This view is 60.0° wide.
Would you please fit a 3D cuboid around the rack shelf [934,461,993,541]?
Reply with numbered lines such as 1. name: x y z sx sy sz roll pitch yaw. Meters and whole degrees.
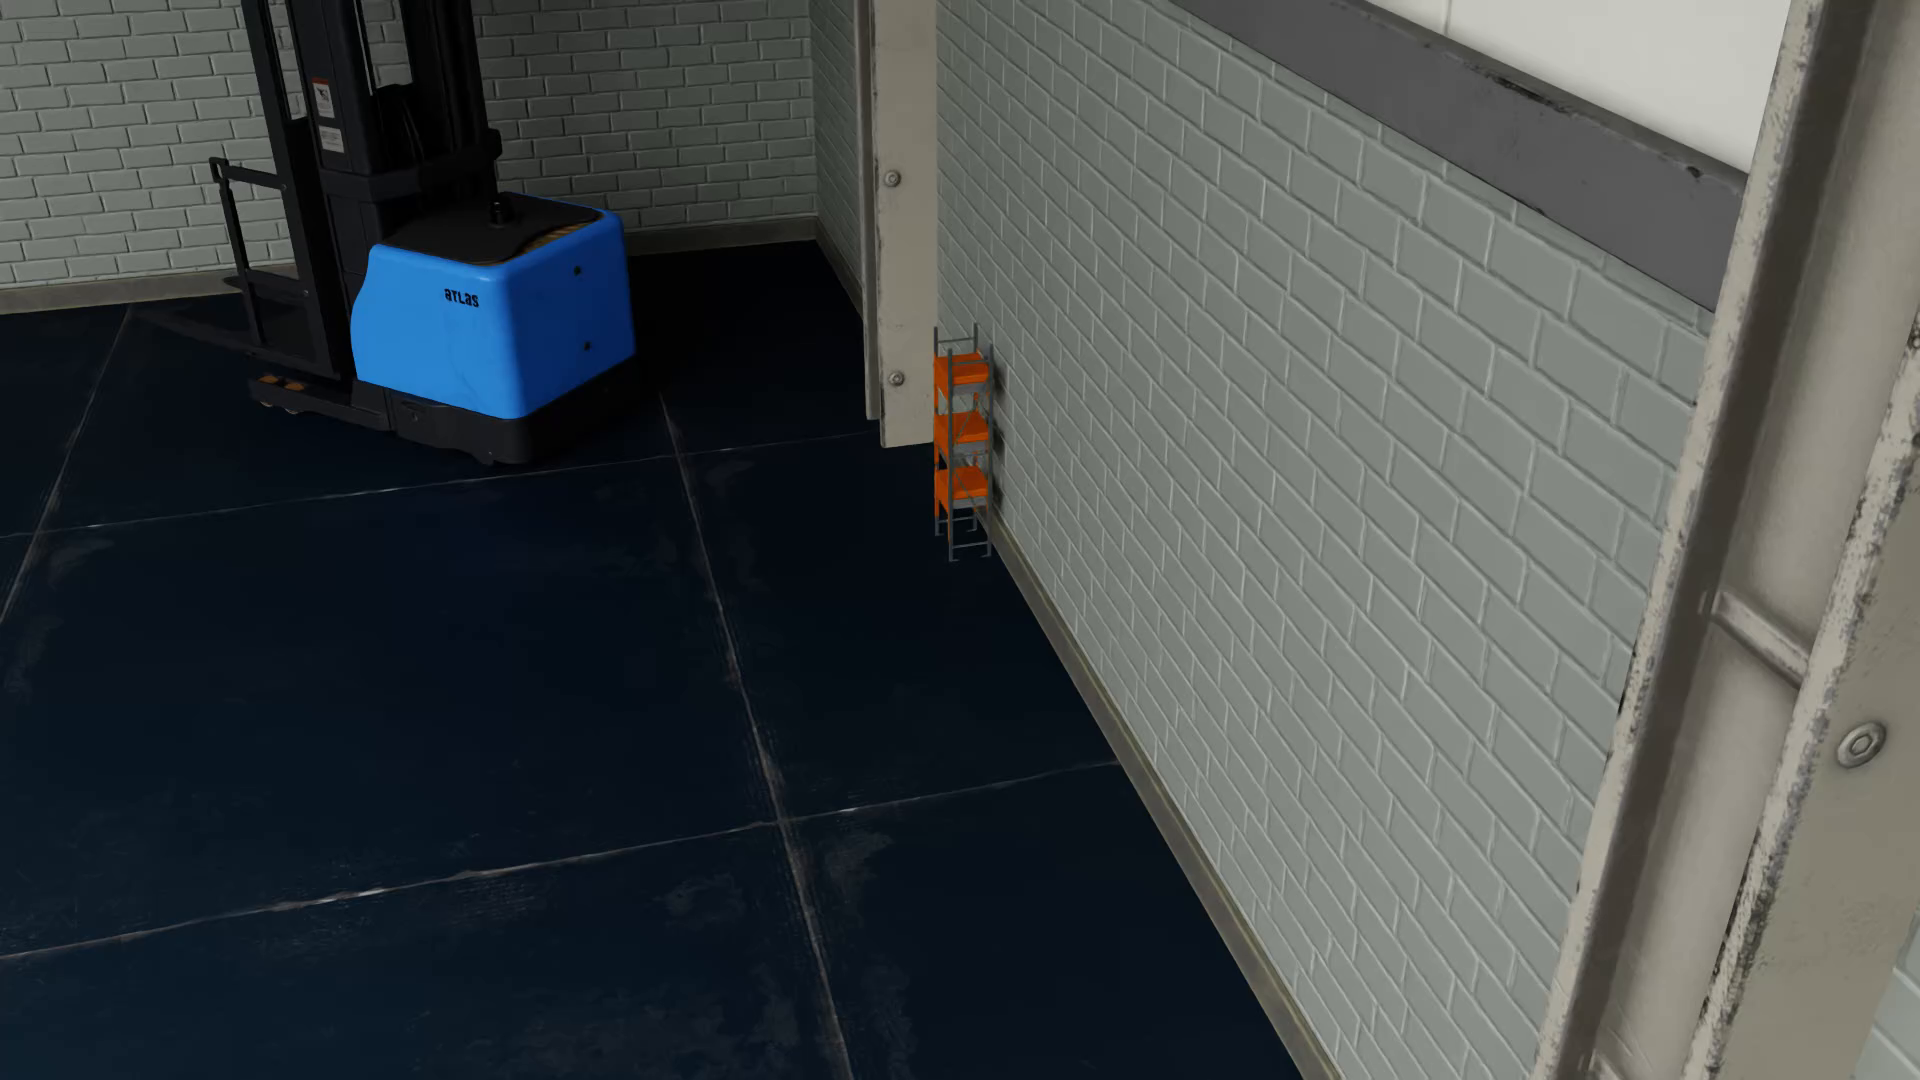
1. rack shelf: 0.014 -0.179 7.587 0.215 0.259 0.240 -8 31 -13

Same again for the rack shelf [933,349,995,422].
1. rack shelf: 0.014 -0.665 7.306 0.215 0.259 0.240 -8 31 -13

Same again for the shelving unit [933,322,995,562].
1. shelving unit: 0.014 -0.429 7.442 0.215 1.050 0.252 -8 31 -13

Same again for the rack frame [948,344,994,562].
1. rack frame: 0.047 -0.370 7.341 0.200 1.050 0.008 -8 31 -13

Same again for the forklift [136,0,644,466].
1. forklift: -3.250 -2.158 8.552 3.031 2.935 1.130 15 33 25

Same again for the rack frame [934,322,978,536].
1. rack frame: -0.018 -0.487 7.544 0.200 1.050 0.008 -8 31 -13

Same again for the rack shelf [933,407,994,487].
1. rack shelf: 0.014 -0.419 7.448 0.215 0.259 0.240 -8 31 -13

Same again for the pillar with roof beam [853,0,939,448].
1. pillar with roof beam: -4.453 -3.912 5.526 9.100 9.000 0.400 -8 31 -13
